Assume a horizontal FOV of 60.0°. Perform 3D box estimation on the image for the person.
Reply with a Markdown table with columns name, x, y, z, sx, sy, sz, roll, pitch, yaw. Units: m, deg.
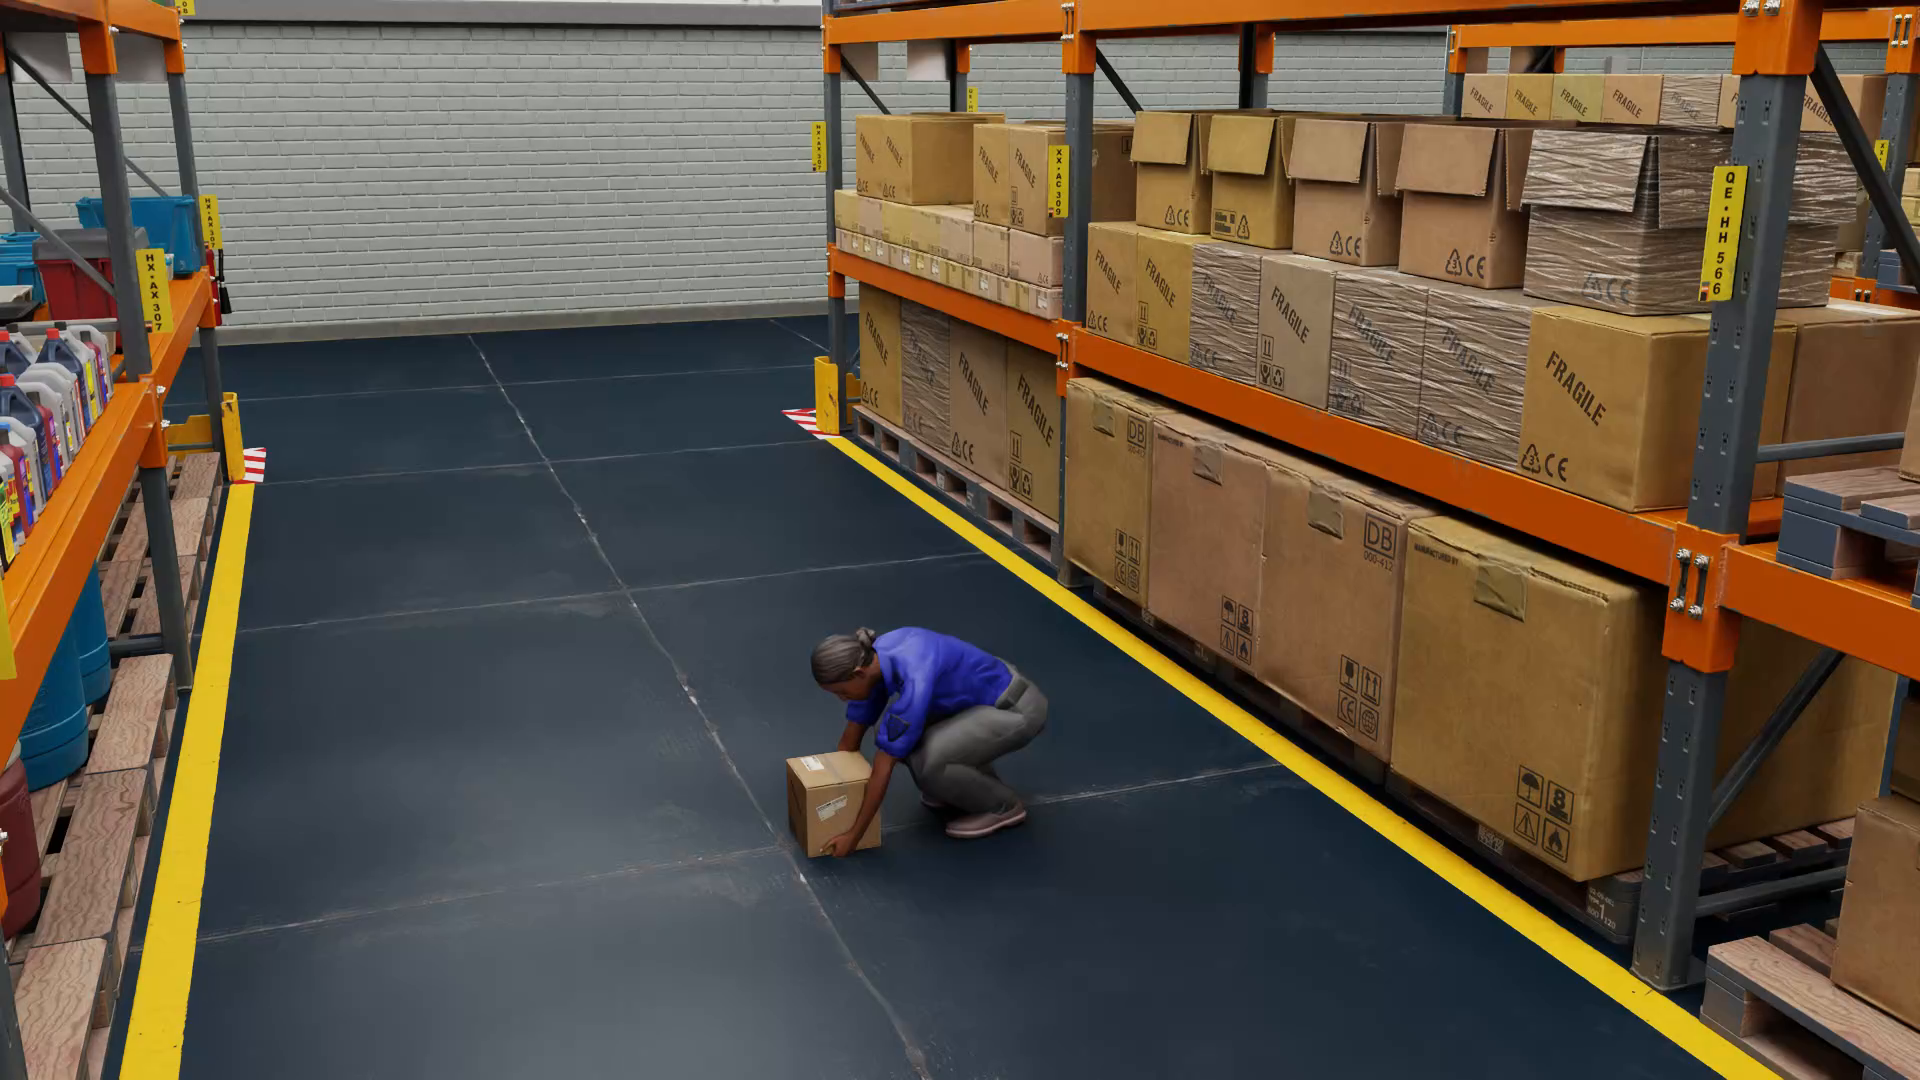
| name | x | y | z | sx | sy | sz | roll | pitch | yaw |
| --- | --- | --- | --- | --- | --- | --- | --- | --- | --- |
| person | -0.111 | 0.651 | 5.587 | 0.841 | 0.785 | 0.470 | -6 | 17 | -20 |
